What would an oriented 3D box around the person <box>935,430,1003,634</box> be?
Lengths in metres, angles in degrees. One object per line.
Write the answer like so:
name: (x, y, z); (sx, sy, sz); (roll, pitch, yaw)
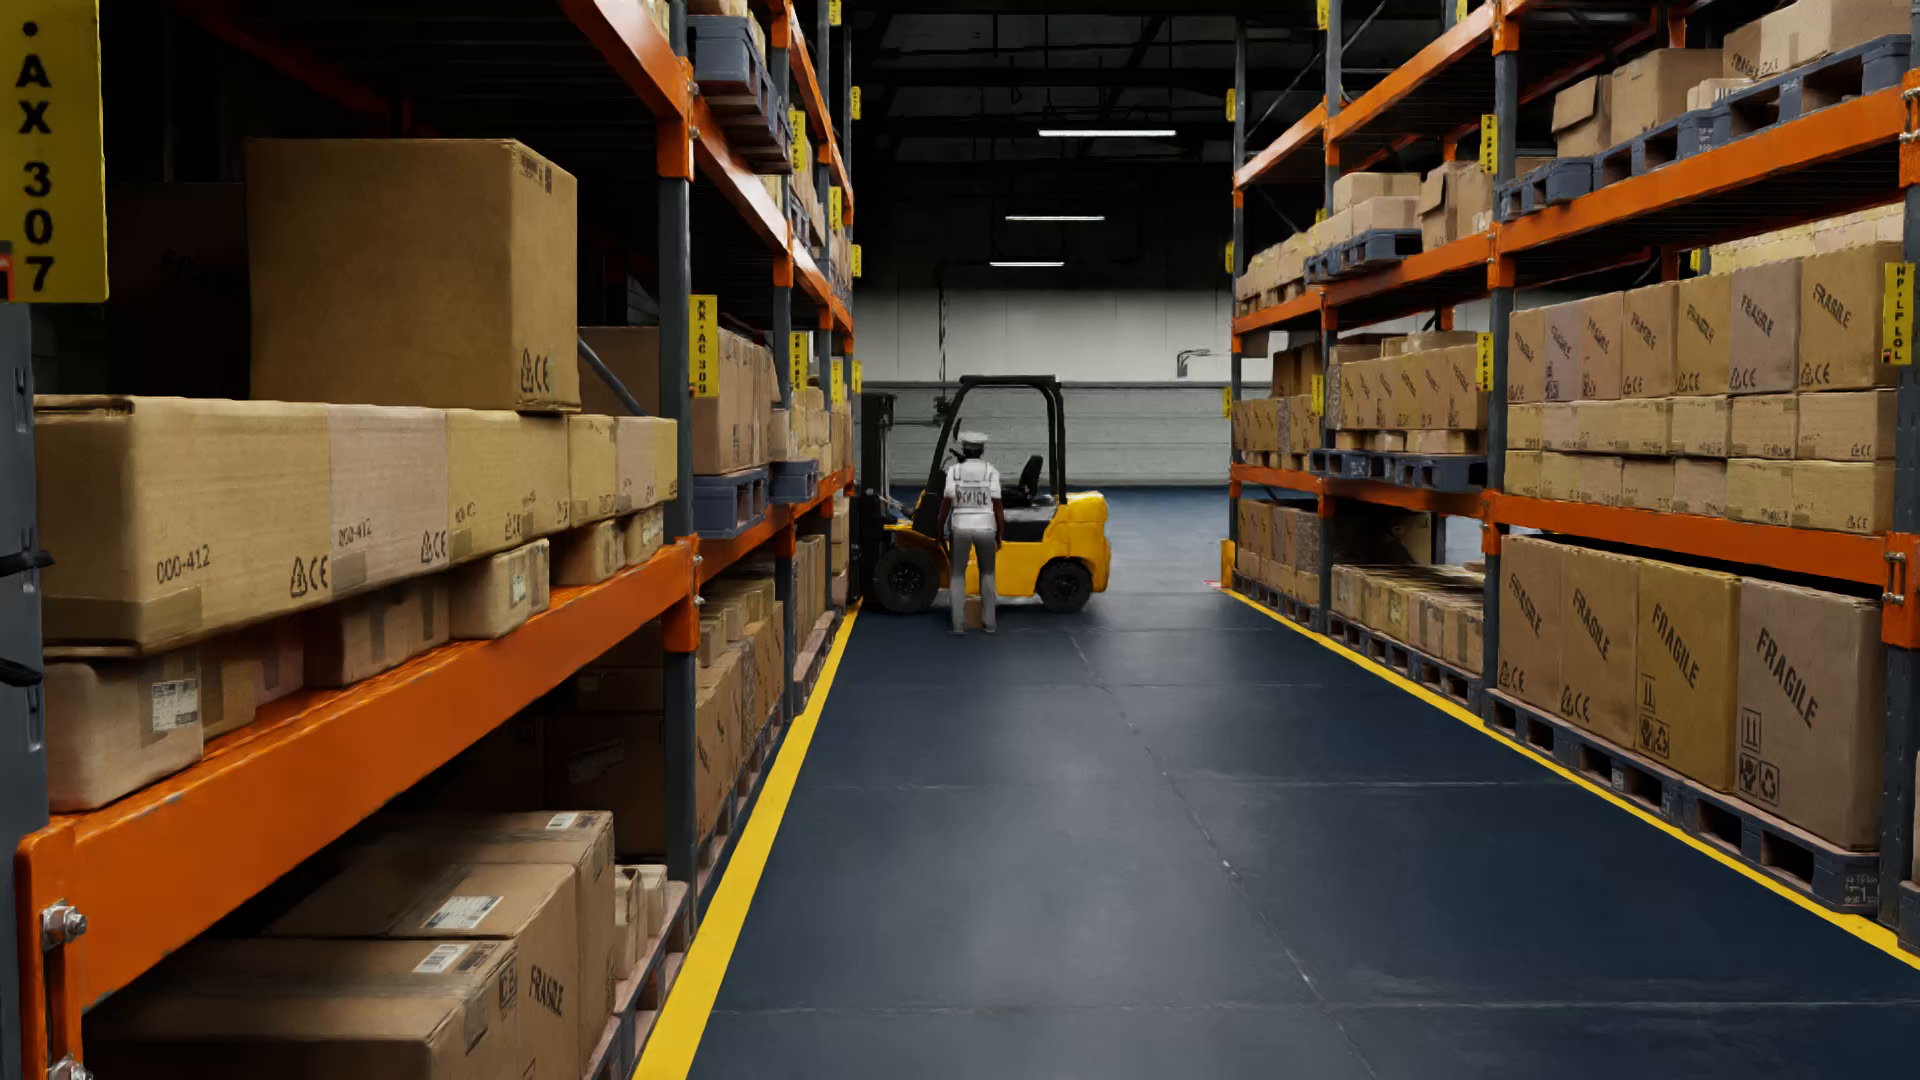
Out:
person: (0.075, -0.059, 13.568); (0.552, 1.665, 0.501); (0, 4, 0)
